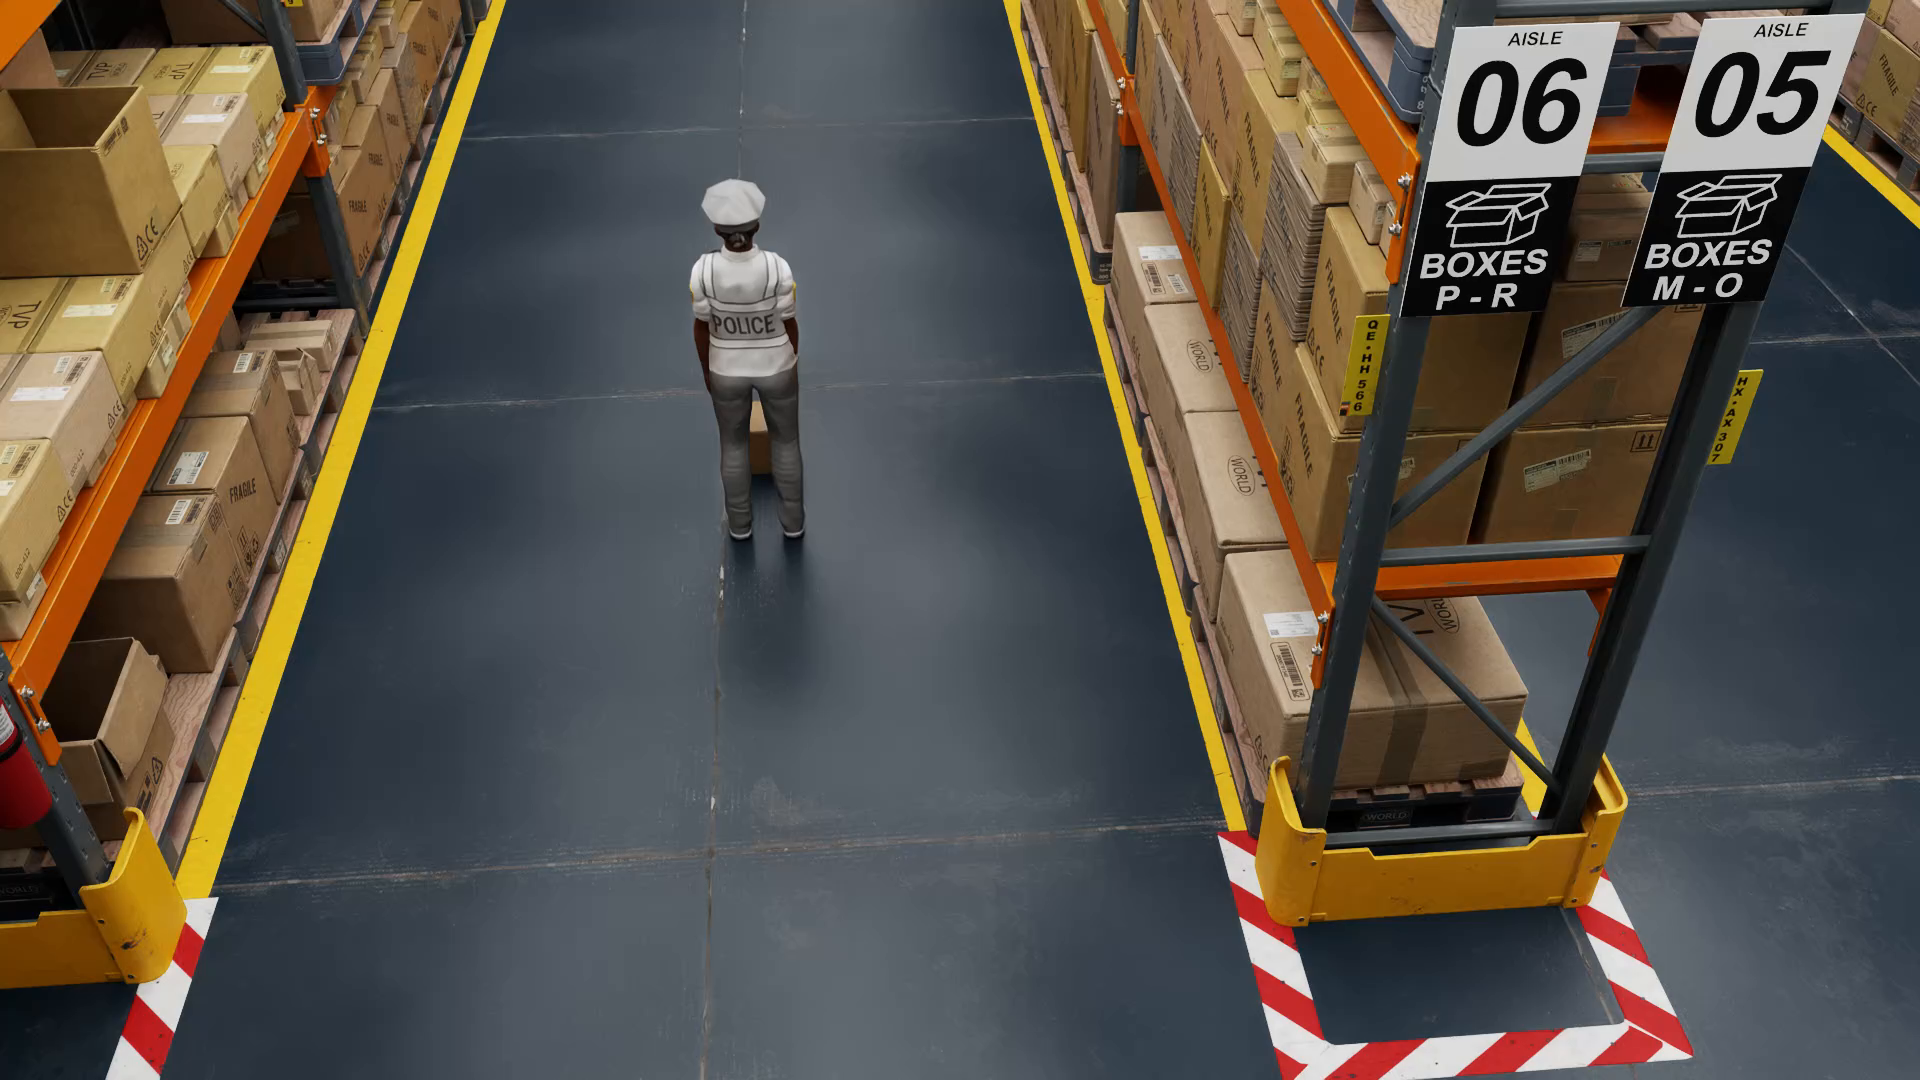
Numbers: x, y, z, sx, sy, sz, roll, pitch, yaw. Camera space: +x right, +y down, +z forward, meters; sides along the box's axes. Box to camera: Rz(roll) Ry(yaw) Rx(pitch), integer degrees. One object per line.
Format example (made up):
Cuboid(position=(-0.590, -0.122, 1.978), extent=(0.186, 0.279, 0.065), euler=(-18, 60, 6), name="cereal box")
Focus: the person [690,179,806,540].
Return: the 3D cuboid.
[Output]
Cuboid(position=(-0.881, -0.722, 7.027), extent=(0.426, 1.679, 0.323), euler=(-2, 39, -3), name="person")
